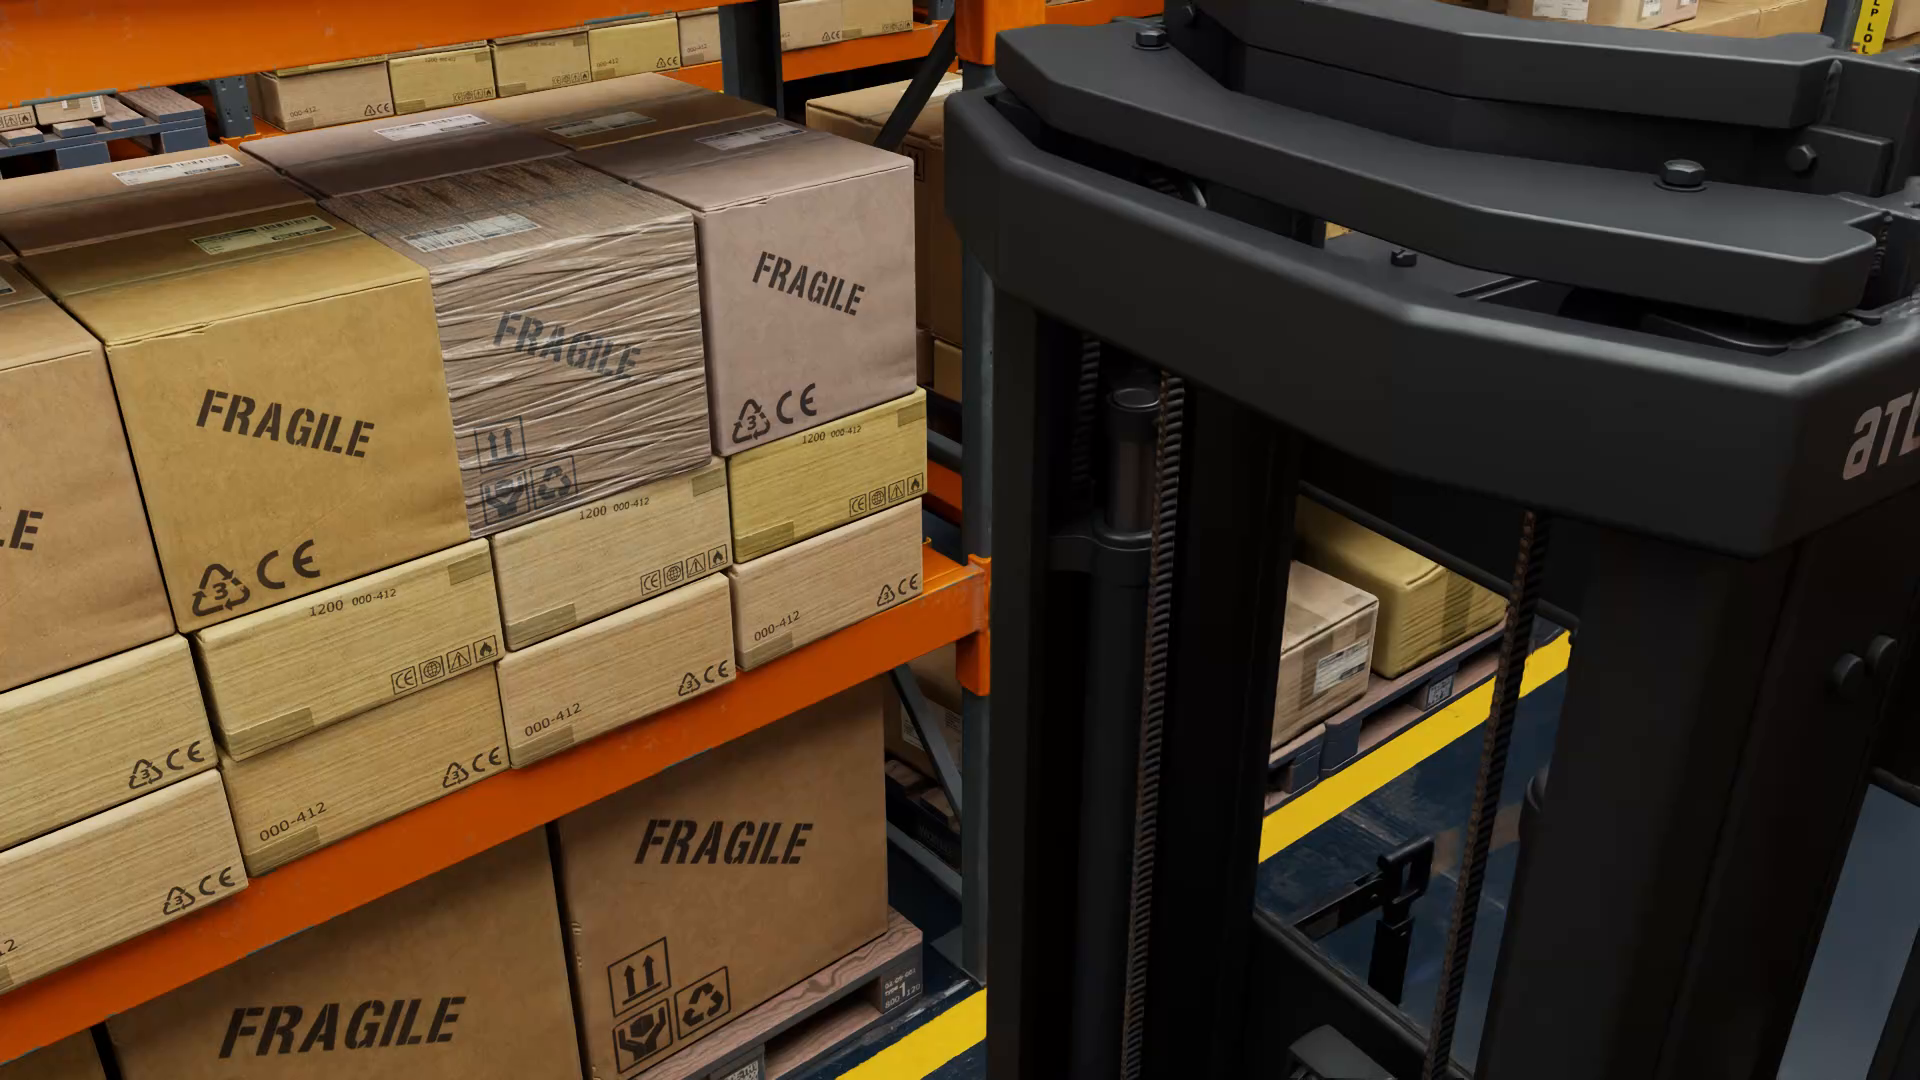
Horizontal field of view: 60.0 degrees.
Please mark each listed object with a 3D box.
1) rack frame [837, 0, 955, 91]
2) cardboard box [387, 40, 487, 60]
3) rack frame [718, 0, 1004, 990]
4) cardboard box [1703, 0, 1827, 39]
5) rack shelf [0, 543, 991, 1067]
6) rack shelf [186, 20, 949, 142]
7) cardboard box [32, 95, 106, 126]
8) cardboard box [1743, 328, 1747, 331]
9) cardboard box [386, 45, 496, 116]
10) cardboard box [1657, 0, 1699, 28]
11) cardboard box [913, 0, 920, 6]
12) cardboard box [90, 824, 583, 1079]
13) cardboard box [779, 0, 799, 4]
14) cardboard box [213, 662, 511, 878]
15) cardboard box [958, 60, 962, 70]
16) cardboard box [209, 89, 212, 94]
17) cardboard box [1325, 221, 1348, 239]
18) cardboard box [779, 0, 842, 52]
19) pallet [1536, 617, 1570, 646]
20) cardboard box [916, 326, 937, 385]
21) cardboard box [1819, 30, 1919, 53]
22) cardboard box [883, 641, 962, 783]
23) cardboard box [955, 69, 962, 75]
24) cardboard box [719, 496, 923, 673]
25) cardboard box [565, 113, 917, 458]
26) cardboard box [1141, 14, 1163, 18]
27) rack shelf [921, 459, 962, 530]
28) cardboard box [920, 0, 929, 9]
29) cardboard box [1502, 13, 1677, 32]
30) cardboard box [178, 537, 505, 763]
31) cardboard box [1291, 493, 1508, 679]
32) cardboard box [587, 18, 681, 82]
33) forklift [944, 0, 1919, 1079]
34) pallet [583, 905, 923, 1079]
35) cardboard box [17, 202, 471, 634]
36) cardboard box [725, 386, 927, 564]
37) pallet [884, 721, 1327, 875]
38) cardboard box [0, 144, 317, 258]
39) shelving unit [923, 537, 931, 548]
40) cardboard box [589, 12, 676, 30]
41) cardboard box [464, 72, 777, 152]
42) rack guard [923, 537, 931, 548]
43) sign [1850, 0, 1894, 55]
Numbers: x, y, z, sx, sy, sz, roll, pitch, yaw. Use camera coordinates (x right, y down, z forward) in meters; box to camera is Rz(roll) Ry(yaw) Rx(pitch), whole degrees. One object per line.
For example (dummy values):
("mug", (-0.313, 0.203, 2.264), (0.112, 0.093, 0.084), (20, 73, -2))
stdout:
("rack frame", (-0.398, -3.311, 9.762), (0.127, 3.000, 1.000), (-22, 35, -35))
("cardboard box", (-2.563, -2.442, 7.766), (0.500, 0.250, 0.500), (-21, 34, -33))
("rack frame", (-0.216, -0.308, 4.145), (0.127, 3.000, 1.000), (-22, 35, -35))
("cardboard box", (2.624, -1.669, 5.823), (0.500, 0.500, 0.500), (-23, 36, -36))
("rack shelf", (-1.738, 0.621, 3.169), (4.000, 0.370, 1.077), (-22, 35, -35))
("rack shelf", (-1.919, -2.382, 8.787), (4.000, 0.370, 1.077), (-22, 35, -35))
("cardboard box", (-3.692, -1.823, 6.800), (0.250, 0.149, 0.380), (-21, 35, -34))
("cardboard box", (3.451, -0.919, 6.963), (0.500, 0.500, 0.500), (-20, 34, -33))
("cardboard box", (-2.559, -2.221, 7.883), (0.500, 0.250, 0.500), (-23, 36, -36))
("cardboard box", (2.106, -1.741, 5.270), (0.250, 0.149, 0.380), (-23, 36, -36))
("cardboard box", (-0.232, -3.589, 10.178), (0.500, 0.500, 0.500), (-22, 35, -35))
("cardboard box", (-1.477, 0.896, 3.699), (0.875, 0.875, 0.875), (-21, 35, -34))
("cardboard box", (-0.992, -3.063, 8.928), (0.500, 0.250, 0.500), (-23, 36, -36))
("cardboard box", (-1.205, 0.316, 3.136), (0.500, 0.250, 0.500), (-22, 35, -35))
("cardboard box", (0.174, -2.760, 10.142), (0.500, 0.250, 0.500), (-23, 35, -36))
("cardboard box", (-3.265, -2.250, 7.937), (0.500, 0.250, 0.500), (-23, 36, -36))
("cardboard box", (0.668, -0.886, 4.357), (0.500, 0.500, 0.500), (-20, 34, -32))
("cardboard box", (-0.990, -2.841, 9.042), (0.500, 0.250, 0.500), (-22, 35, -35))
("pallet", (2.235, -0.063, 6.645), (1.213, 0.211, 1.003), (-22, 35, -35))
("cardboard box", (-0.120, -0.567, 4.450), (0.250, 0.149, 0.380), (-20, 34, -33))
("cardboard box", (3.342, -1.742, 6.405), (0.500, 0.500, 0.500), (-22, 35, -35))
("cardboard box", (0.220, 0.496, 4.982), (0.625, 0.372, 0.950), (-25, 37, -38))
("cardboard box", (0.335, -1.070, 4.702), (0.500, 0.500, 0.500), (-23, 35, -36))
("cardboard box", (-0.433, 0.006, 3.716), (0.500, 0.250, 0.500), (-23, 36, -37))
("cardboard box", (-0.440, -0.541, 3.414), (0.500, 0.500, 0.500), (-23, 36, -36))
("cardboard box", (1.391, -3.565, 11.650), (0.500, 0.250, 0.500), (-22, 35, -35))
("rack shelf", (1.305, -0.603, 5.459), (4.000, 0.370, 1.077), (-22, 35, -35))
("cardboard box", (0.109, -3.397, 9.818), (0.500, 0.500, 0.500), (-23, 36, -36))
("cardboard box", (1.851, -1.361, 5.247), (0.500, 0.500, 0.500), (-21, 34, -33))
("cardboard box", (-1.184, 0.099, 3.012), (0.500, 0.250, 0.500), (-23, 36, -36))
("cardboard box", (1.357, 0.038, 5.840), (0.625, 0.372, 0.950), (-21, 34, -33))
("cardboard box", (-1.776, -2.539, 8.478), (0.500, 0.250, 0.500), (-21, 34, -33))
("forklift", (0.846, 0.698, 2.335), (3.031, 2.935, 1.130), (-18, 33, -30))
("pallet", (-0.865, 1.136, 4.401), (1.213, 0.211, 1.003), (-22, 35, -35))
("cardboard box", (-1.207, -0.232, 2.835), (0.500, 0.500, 0.500), (-22, 35, -35))
("cardboard box", (-0.420, -0.223, 3.614), (0.500, 0.250, 0.500), (-22, 35, -35))
("pallet", (0.379, 0.683, 5.248), (1.213, 0.211, 1.003), (-22, 35, -35))
("cardboard box", (-1.525, -0.422, 3.191), (0.500, 0.500, 0.500), (-21, 34, -34))
("shelving unit", (0.058, -0.685, 6.440), (1.083, 1.500, 0.587), (-22, 35, -35))
("cardboard box", (-1.781, -2.761, 8.363), (0.500, 0.250, 0.500), (-21, 35, -34))
("cardboard box", (-0.750, -0.730, 3.767), (0.500, 0.500, 0.500), (-23, 36, -36))
("rack guard", (-0.321, 0.019, 6.450), (0.087, 0.250, 0.587), (-22, 35, -35))
("sign", (3.190, -1.845, 5.791), (0.005, 0.325, 0.100), (-22, 35, -35))
